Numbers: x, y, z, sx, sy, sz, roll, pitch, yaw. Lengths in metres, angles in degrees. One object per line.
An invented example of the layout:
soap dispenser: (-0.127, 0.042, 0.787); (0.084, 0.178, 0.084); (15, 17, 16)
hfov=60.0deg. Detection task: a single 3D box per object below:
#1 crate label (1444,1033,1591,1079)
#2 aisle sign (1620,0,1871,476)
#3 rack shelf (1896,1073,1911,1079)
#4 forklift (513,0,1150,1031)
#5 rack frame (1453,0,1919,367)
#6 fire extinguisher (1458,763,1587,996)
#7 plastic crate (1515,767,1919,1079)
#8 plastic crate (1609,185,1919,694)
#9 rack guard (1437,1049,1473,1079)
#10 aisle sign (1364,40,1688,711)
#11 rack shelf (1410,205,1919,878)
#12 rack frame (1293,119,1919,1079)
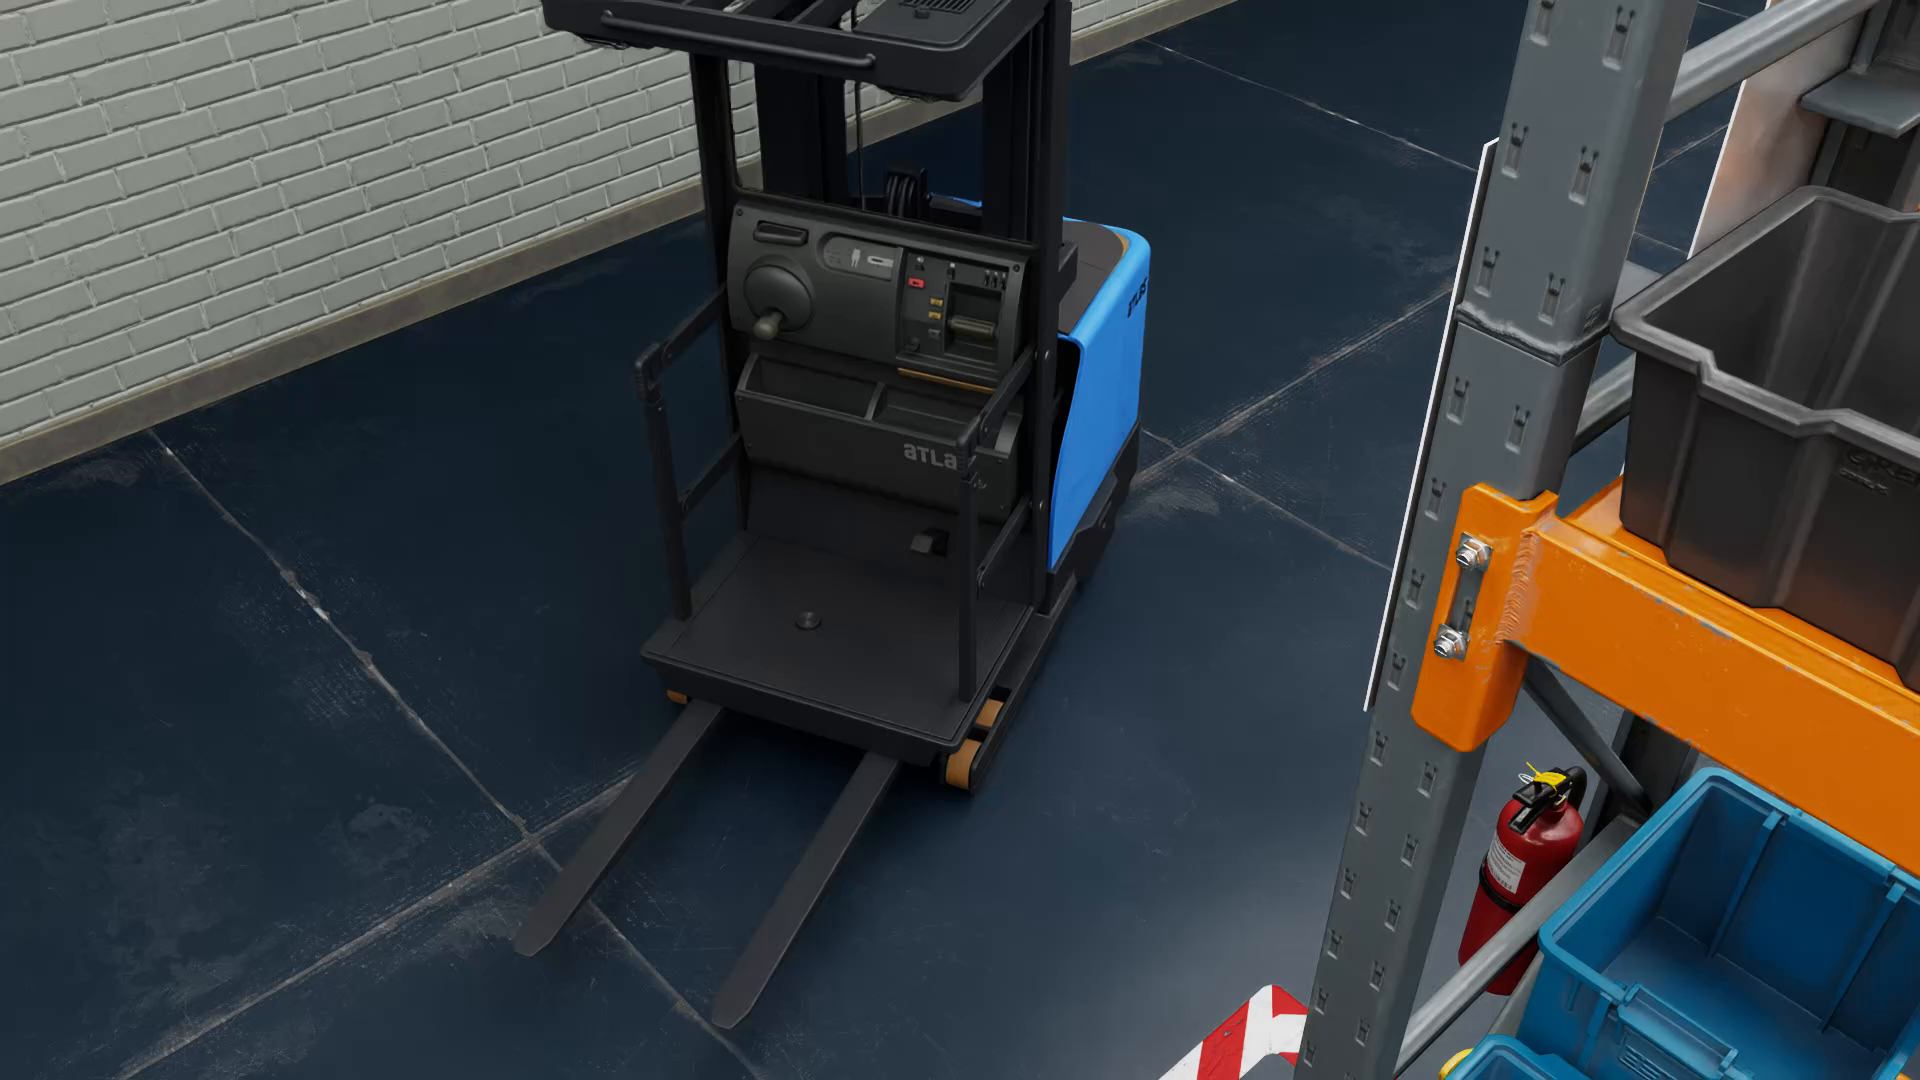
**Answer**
crate label: (0.859, 1.045, 2.654); (0.416, 0.233, 0.303); (-30, 48, -32)
aisle sign: (1.102, -0.420, 2.314); (0.394, 0.787, 0.004); (-30, 48, -32)
rack shelf: (2.288, 1.955, 2.015); (1.077, 0.370, 4.000); (-30, 48, -32)
forklift: (-0.335, -0.653, 4.726); (1.130, 2.935, 3.031); (14, 41, 17)
rack frame: (0.935, -1.585, 1.050); (1.000, 3.000, 0.127); (-30, 48, -32)
fire extinguisher: (1.168, 0.661, 3.402); (0.296, 0.674, 0.183); (-30, 48, -32)
plastic crate: (1.299, 0.788, 2.811); (0.616, 0.435, 0.499); (-30, 48, -32)
plastic crate: (0.990, -0.070, 1.666); (0.497, 0.269, 0.590); (-30, 48, -32)
rack guard: (0.909, 1.716, 3.727); (1.175, 0.500, 0.348); (-30, 48, -32)
aisle sign: (0.668, -0.169, 2.003); (0.394, 0.787, 0.004); (-30, 48, -32)
rack shelf: (2.288, 0.788, 1.073); (1.077, 0.370, 4.000); (-30, 48, -32)
rack frame: (0.935, 0.749, 2.935); (1.000, 3.000, 0.127); (-30, 48, -32)
